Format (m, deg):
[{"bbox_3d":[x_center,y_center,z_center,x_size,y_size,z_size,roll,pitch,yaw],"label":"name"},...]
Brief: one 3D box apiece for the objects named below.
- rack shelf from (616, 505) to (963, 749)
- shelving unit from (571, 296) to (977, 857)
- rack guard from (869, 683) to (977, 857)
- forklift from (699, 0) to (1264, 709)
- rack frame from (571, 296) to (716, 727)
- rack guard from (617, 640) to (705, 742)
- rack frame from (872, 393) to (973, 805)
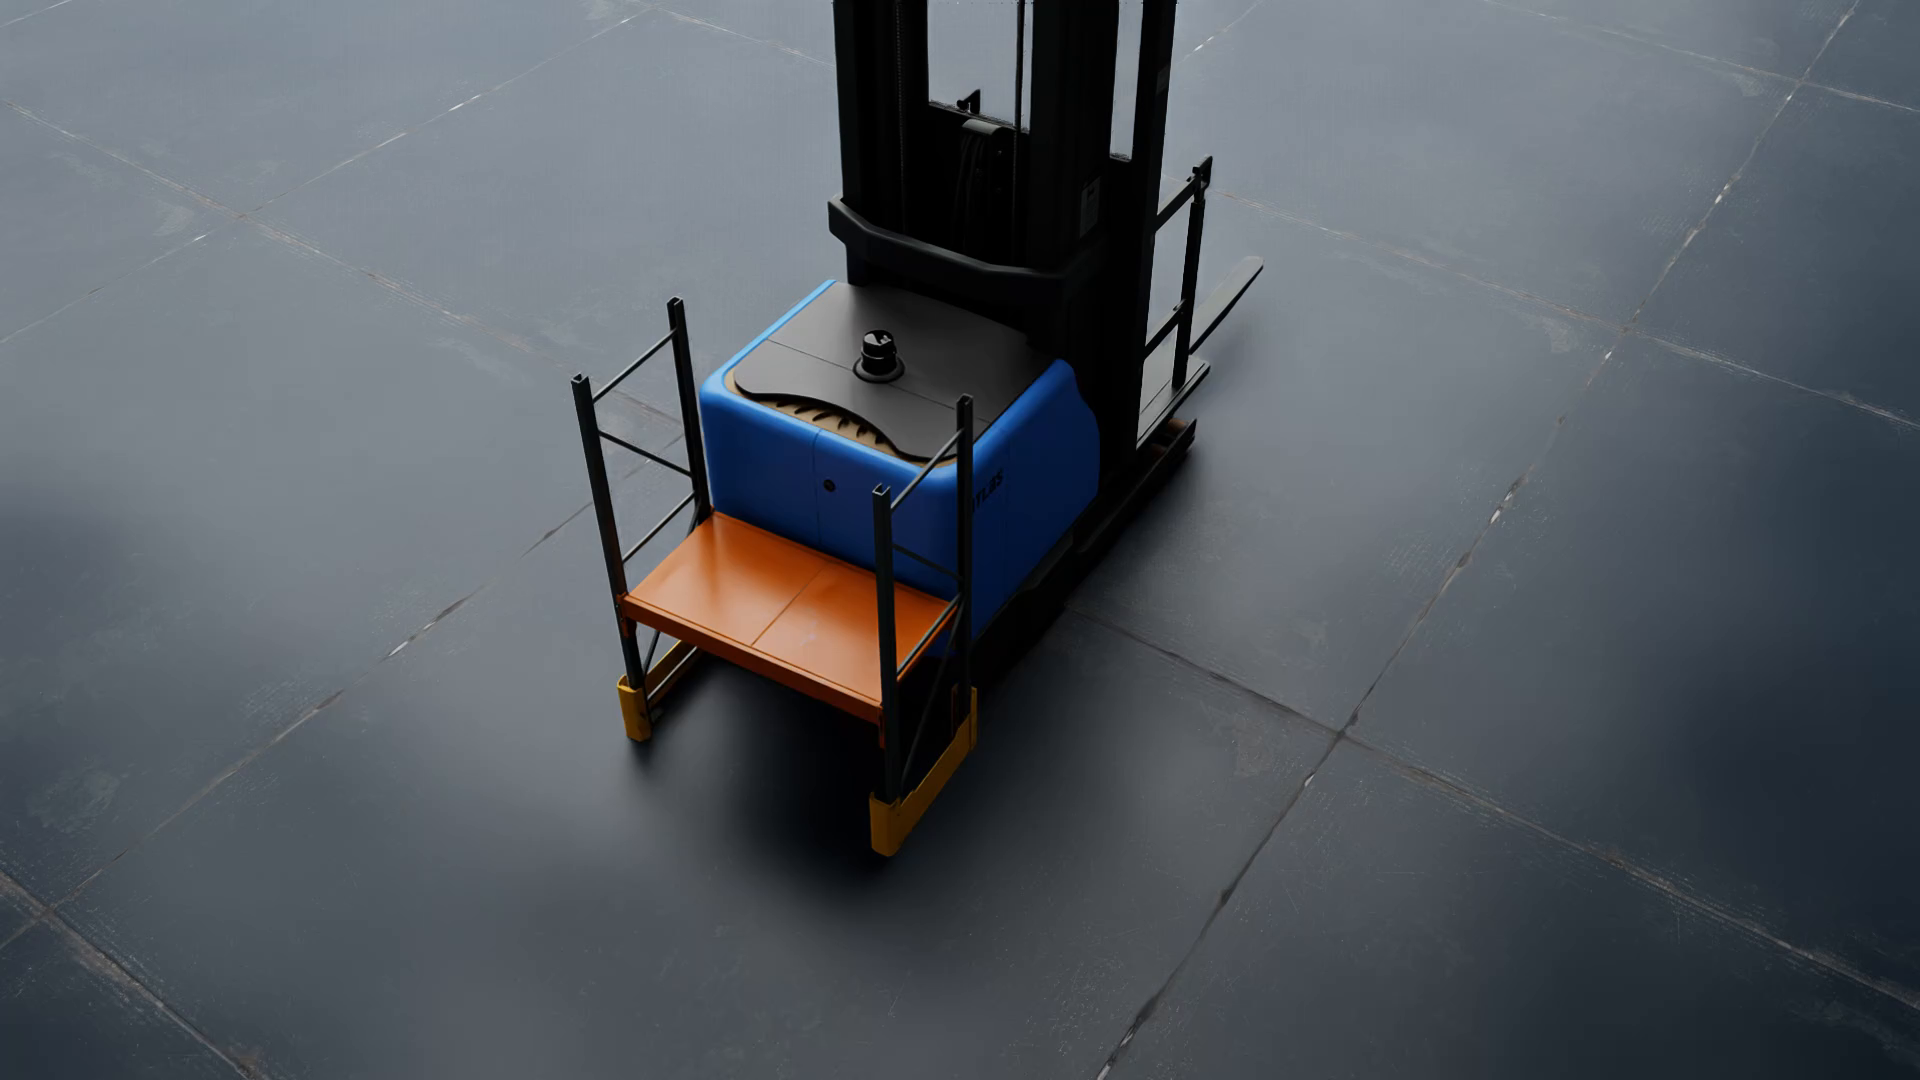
[{"bbox_3d":[-0.540,0.259,5.368,1.000,0.185,0.538,21,46,21],"label":"rack shelf"},{"bbox_3d":[-0.548,0.122,5.251,1.083,1.500,0.587,21,46,21],"label":"shelving unit"},{"bbox_3d":[-0.114,0.751,5.486,0.087,0.250,0.587,21,46,21],"label":"rack guard"},{"bbox_3d":[0.318,-1.469,5.956,1.130,2.935,3.031,22,46,23],"label":"forklift"},{"bbox_3d":[-0.983,-0.041,5.434,0.032,1.500,0.500,21,46,21],"label":"rack frame"},{"bbox_3d":[-0.982,0.425,5.850,0.087,0.250,0.587,21,46,21],"label":"rack guard"},{"bbox_3d":[-0.097,0.292,5.062,0.032,1.500,0.500,21,46,21],"label":"rack frame"}]
